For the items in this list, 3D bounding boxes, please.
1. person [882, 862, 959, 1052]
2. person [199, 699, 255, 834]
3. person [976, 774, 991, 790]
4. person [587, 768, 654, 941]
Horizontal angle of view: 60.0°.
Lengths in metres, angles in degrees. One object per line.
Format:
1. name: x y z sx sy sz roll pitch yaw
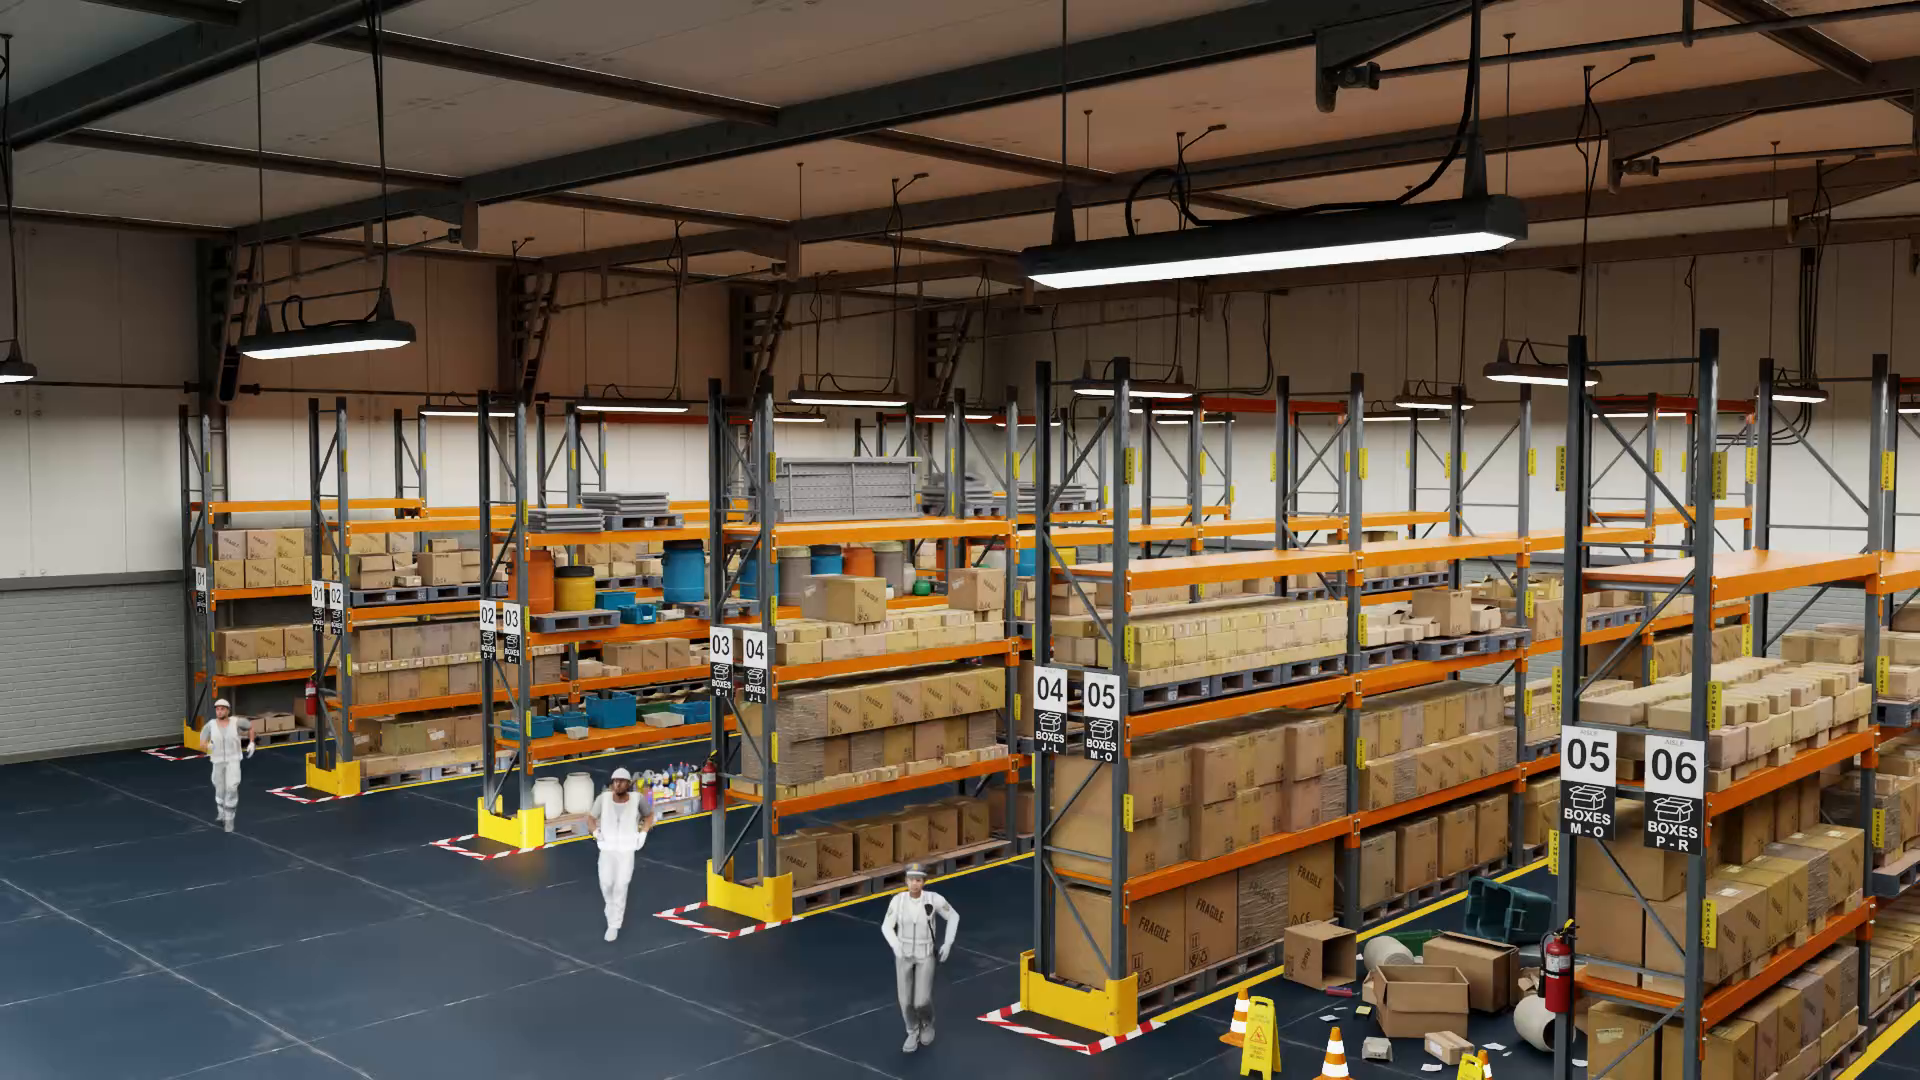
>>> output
1. person: -0.358 3.584 14.268 0.651 1.664 0.557 0 3 8
2. person: -10.044 3.072 22.794 0.672 1.823 0.915 -1 3 -14
3. person: 0.539 2.966 25.754 0.657 1.731 0.903 2 4 36
4. person: -3.667 3.338 17.956 0.697 1.784 0.865 0 3 -3
